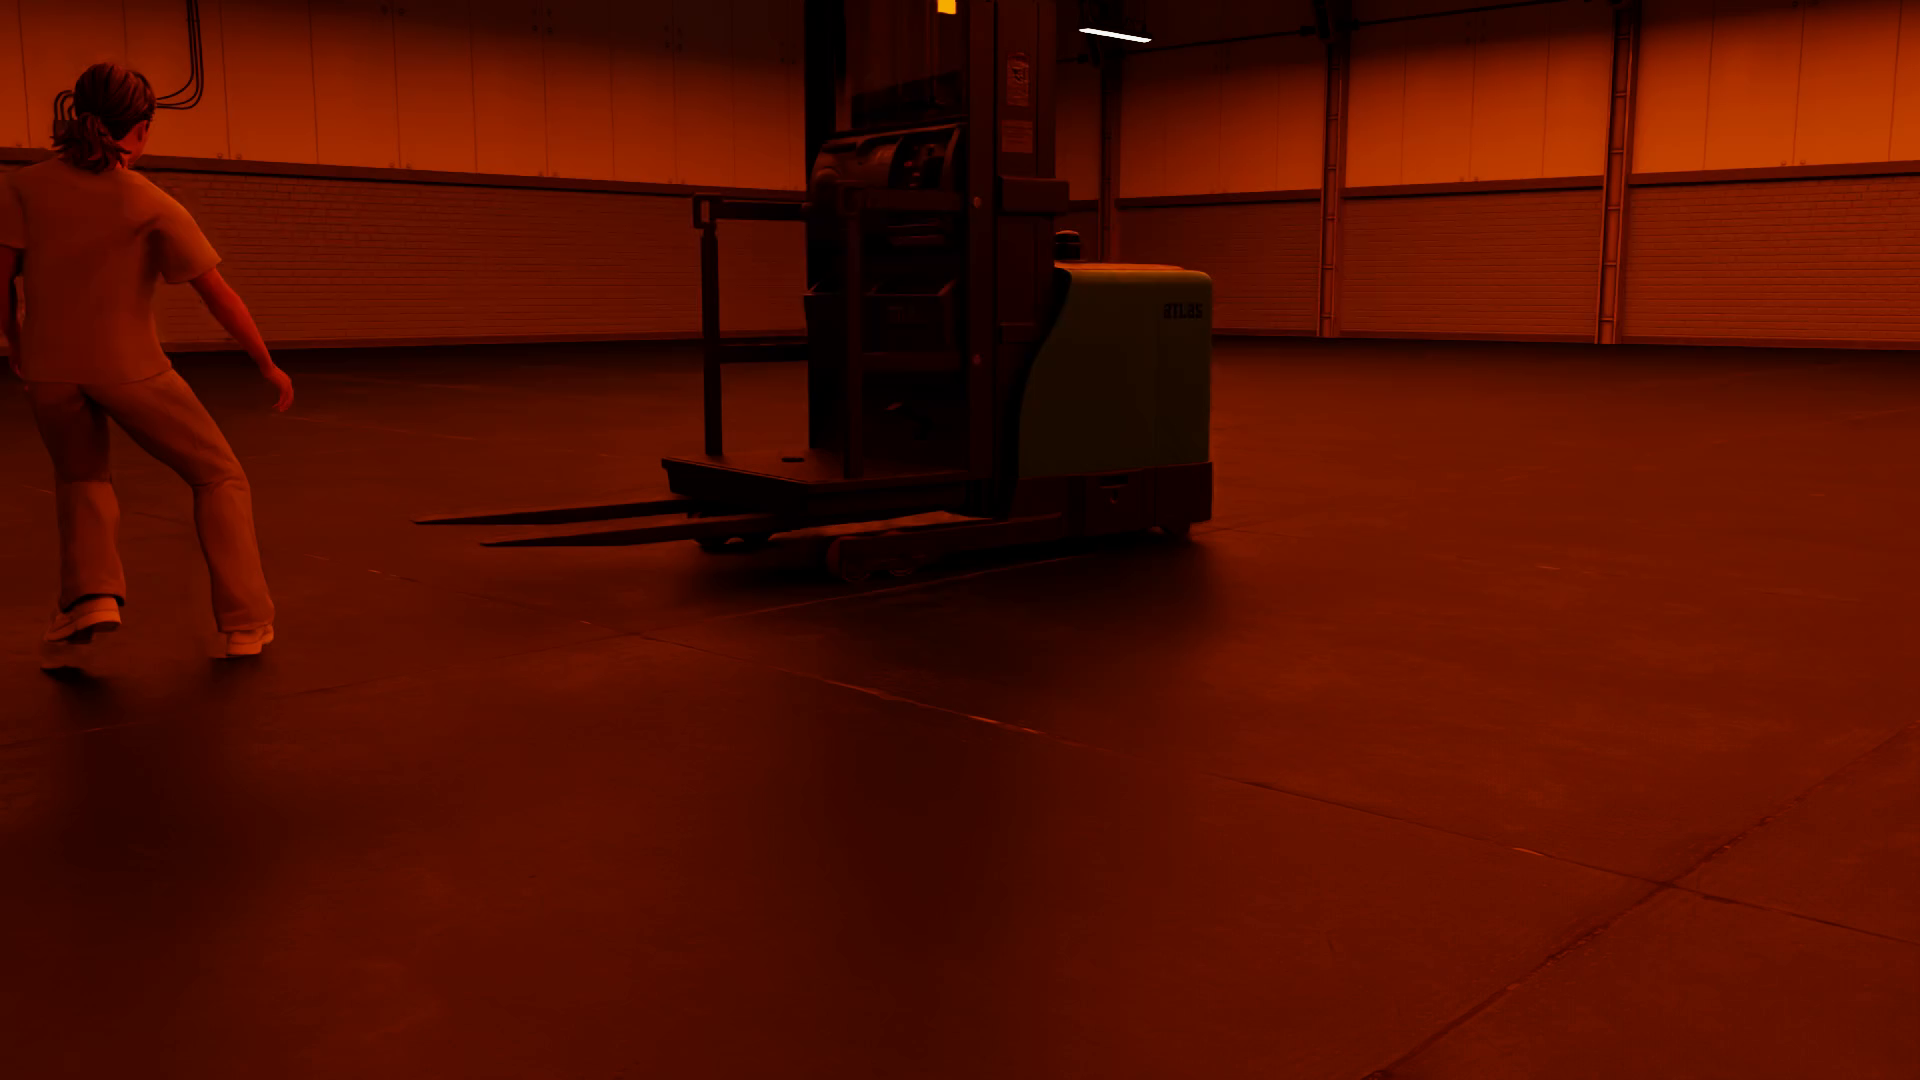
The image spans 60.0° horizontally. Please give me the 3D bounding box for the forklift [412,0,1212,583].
[{"bbox_3d":[-0.454,-1.390,6.104,3.031,2.935,1.130,-6,11,-37],"label":"forklift"}]

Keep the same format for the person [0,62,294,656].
[{"bbox_3d":[-2.196,-0.455,4.455,0.717,1.573,0.522,-1,9,-7],"label":"person"}]
